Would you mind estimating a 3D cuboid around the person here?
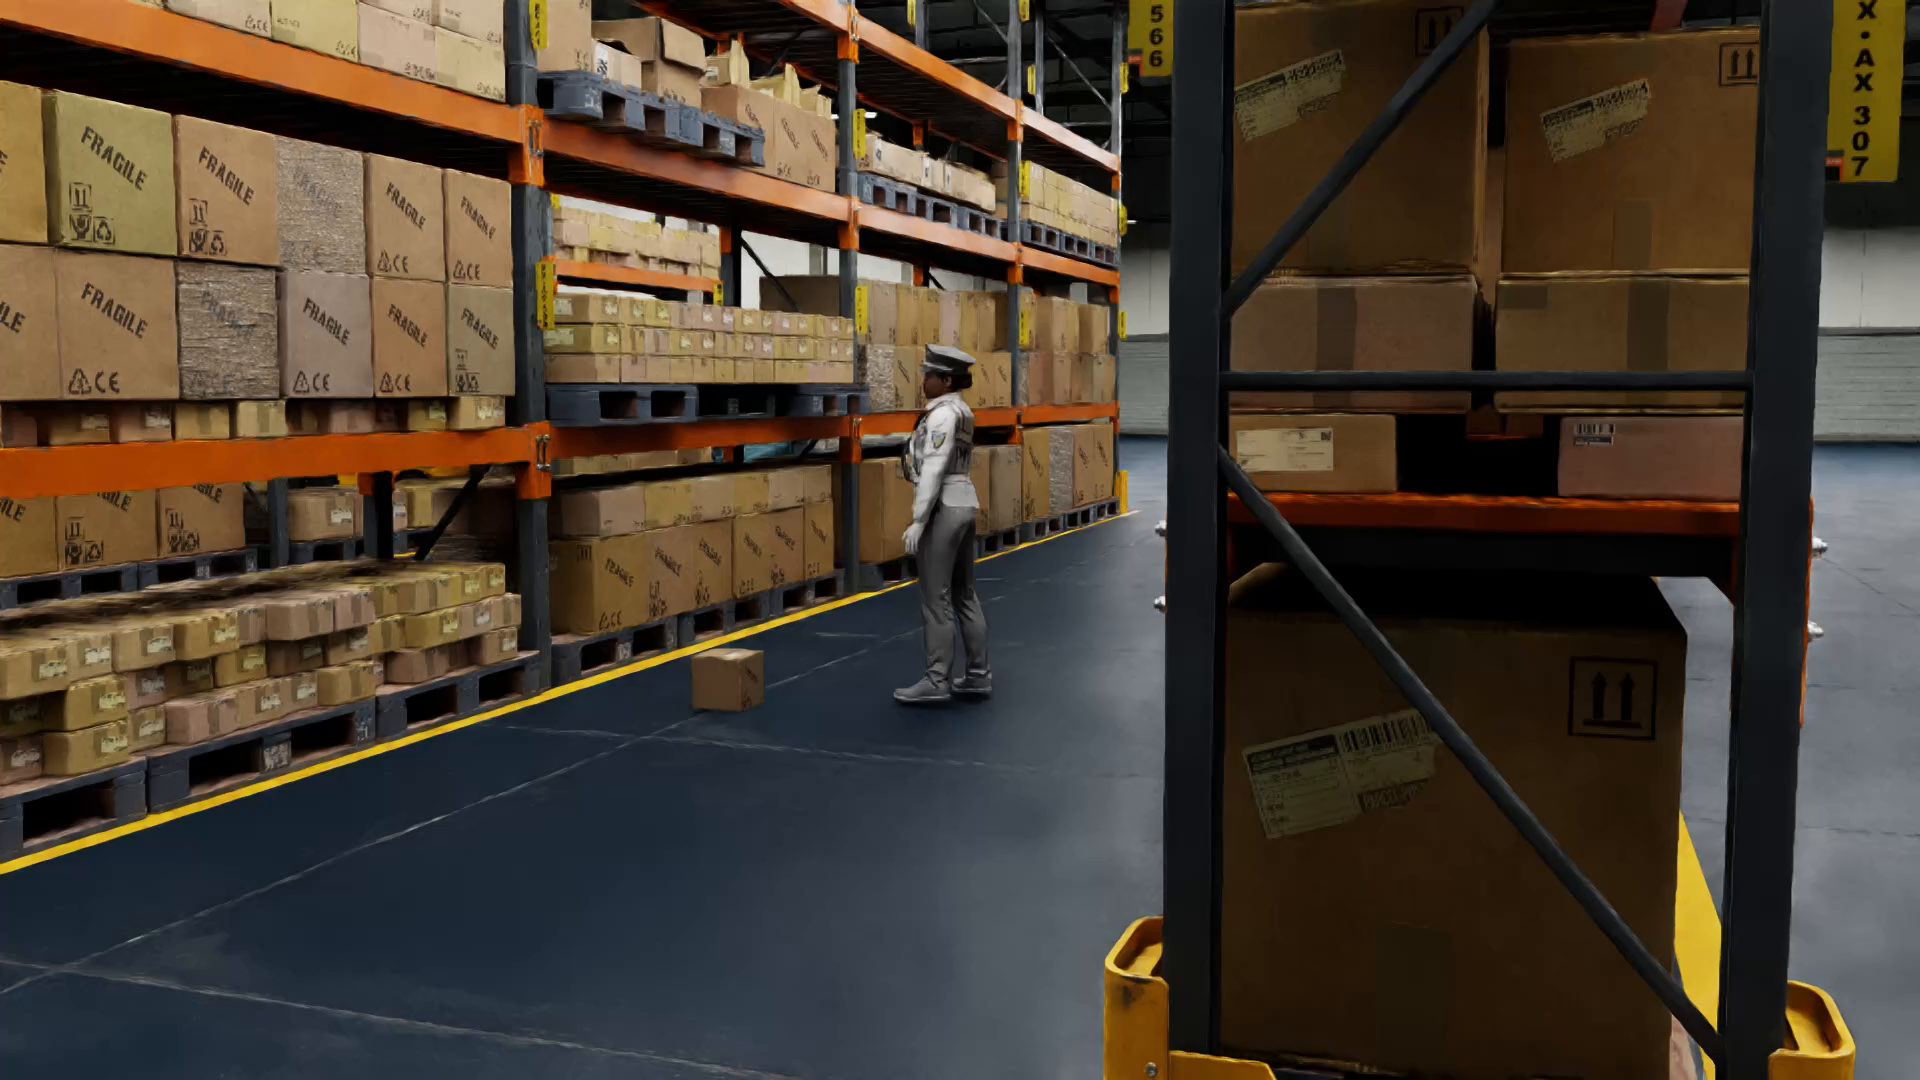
[{"bbox_3d":[-0.085,-0.081,7.836,0.423,1.683,0.603,2,6,17],"label":"person"}]
